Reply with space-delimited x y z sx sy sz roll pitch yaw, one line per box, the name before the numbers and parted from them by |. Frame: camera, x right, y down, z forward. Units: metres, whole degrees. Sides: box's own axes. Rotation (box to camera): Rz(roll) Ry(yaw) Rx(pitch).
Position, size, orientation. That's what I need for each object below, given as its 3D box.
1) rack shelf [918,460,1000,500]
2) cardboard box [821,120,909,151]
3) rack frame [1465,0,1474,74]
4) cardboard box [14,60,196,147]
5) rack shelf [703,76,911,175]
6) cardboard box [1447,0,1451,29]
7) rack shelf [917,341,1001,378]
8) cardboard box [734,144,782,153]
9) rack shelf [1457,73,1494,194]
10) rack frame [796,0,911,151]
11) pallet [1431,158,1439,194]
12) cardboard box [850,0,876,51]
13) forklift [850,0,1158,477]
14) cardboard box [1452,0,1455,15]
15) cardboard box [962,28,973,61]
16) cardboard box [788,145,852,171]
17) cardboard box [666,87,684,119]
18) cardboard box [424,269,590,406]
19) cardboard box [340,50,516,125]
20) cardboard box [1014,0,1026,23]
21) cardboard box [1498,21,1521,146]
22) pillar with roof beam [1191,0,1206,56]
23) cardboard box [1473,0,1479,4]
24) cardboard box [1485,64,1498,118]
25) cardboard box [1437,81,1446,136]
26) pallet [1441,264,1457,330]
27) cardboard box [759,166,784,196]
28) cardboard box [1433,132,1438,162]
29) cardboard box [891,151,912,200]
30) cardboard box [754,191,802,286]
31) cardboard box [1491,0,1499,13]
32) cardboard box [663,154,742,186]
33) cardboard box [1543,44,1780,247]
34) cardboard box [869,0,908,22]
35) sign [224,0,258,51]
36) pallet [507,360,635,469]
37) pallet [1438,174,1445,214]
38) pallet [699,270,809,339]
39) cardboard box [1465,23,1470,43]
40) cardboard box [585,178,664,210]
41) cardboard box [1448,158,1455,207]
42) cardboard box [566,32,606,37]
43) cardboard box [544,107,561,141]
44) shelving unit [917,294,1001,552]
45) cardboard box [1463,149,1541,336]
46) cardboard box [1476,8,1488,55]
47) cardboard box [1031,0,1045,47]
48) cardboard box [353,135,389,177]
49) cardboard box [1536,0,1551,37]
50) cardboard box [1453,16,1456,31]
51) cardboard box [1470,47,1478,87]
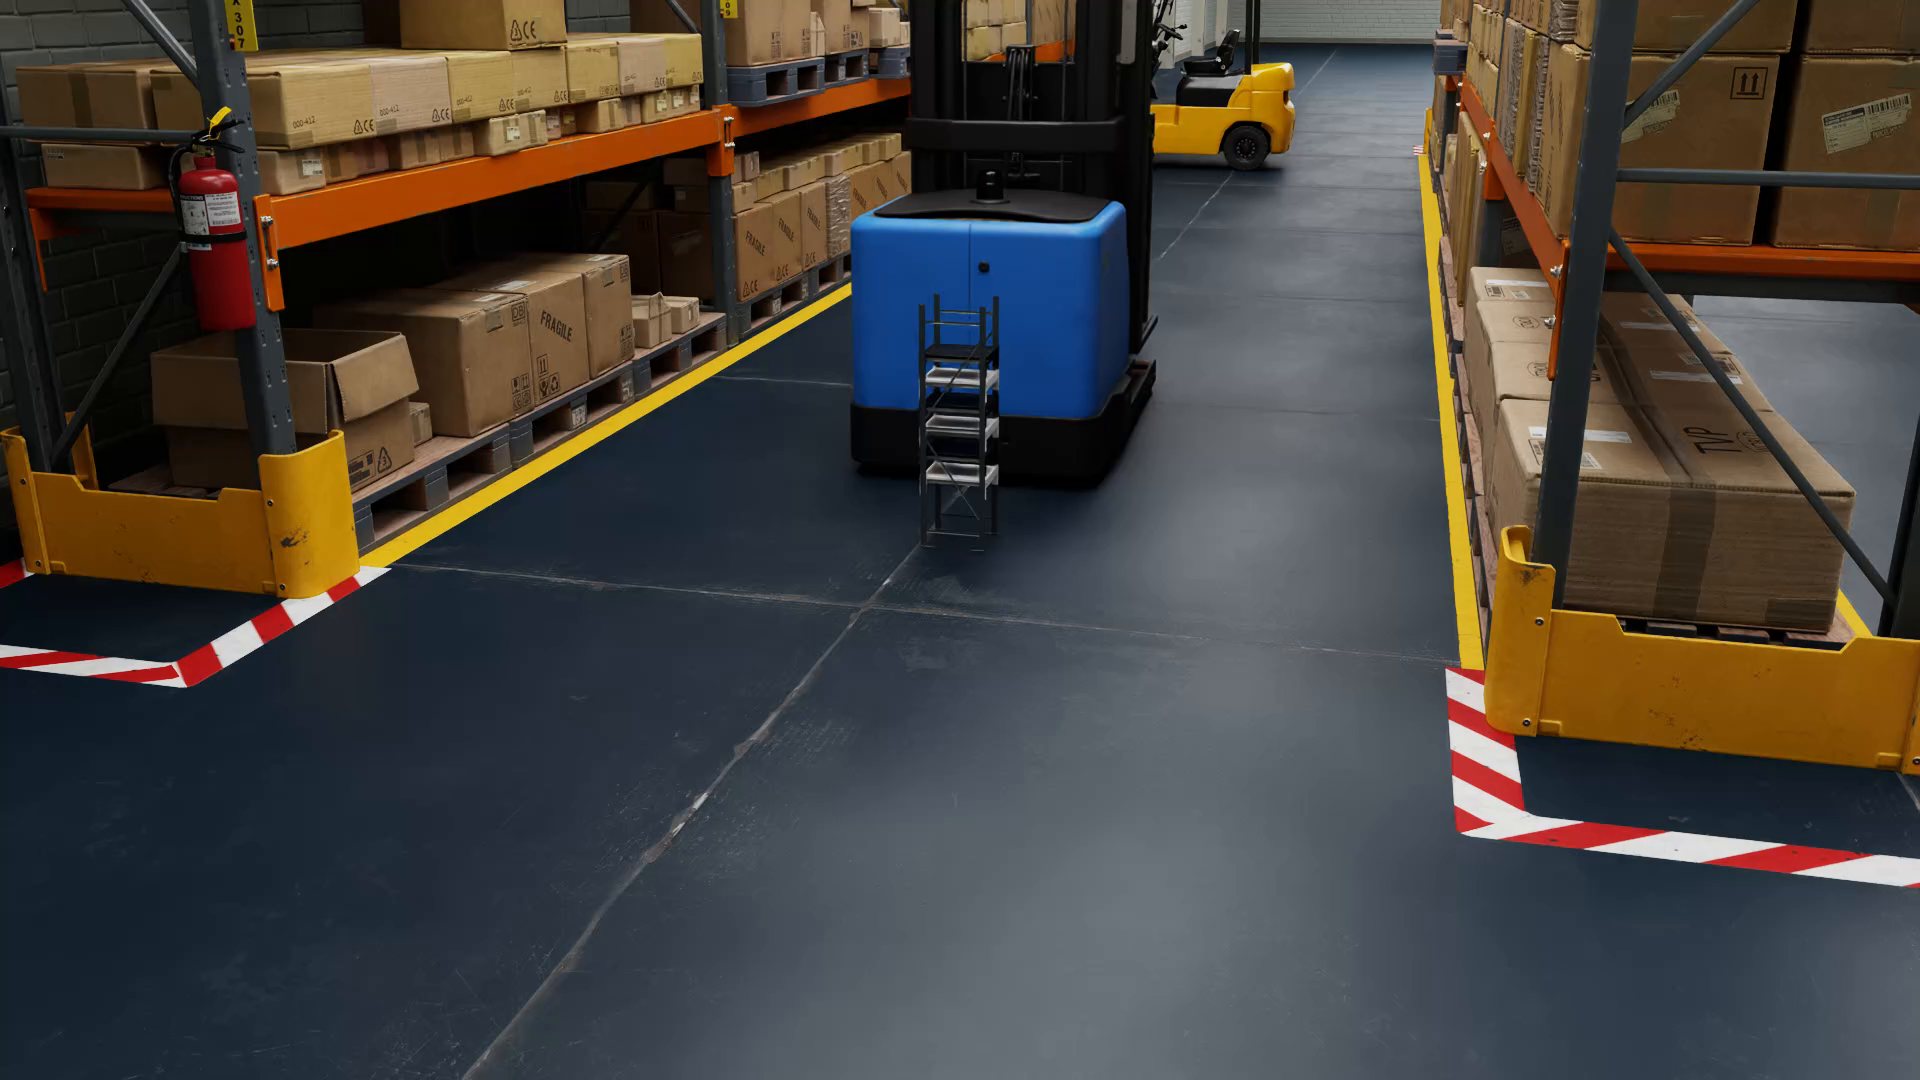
rack shelf | -0.002 -0.221 6.104 0.258 0.077 0.200 5 19 13
cardboard box | -0.610 -3.068 13.554 0.875 0.625 0.625 5 20 15
rack frame | 4.039 -3.408 11.525 1.000 3.000 0.127 5 19 13
cardboard box | -2.875 -1.526 5.788 0.500 0.250 0.500 5 20 15
rack shelf | -1.264 -2.832 10.950 1.077 0.370 4.000 5 19 13
cardboard box | 5.125 -5.334 16.548 0.500 0.500 0.500 5 20 15
rack shelf | -0.002 -0.647 5.958 0.258 0.077 0.200 5 19 13
cardboard box | -1.452 -2.654 11.531 0.380 0.149 0.250 4 19 12
rack shelf | 3.550 -2.441 9.806 1.077 0.370 4.000 5 19 13
rack frame | -0.775 -3.799 12.669 1.000 3.000 0.127 5 19 13
pallet | 5.146 -3.556 16.271 1.003 0.211 1.213 5 19 13
cardboard box | -0.995 -3.520 11.044 0.797 0.503 0.637 4 19 12
forklift | 0.370 -2.082 7.748 1.130 2.935 3.031 4 19 12
cardboard box | 4.368 -4.613 13.789 0.500 0.500 0.500 5 19 13
cardboard box | -0.183 -4.167 13.979 0.500 0.250 0.500 4 19 12
cardboard box | -0.963 -2.623 11.439 0.380 0.149 0.250 4 19 13
cardboard box | -1.628 -2.223 8.444 0.380 0.149 0.250 5 20 15
cardboard box | -2.016 -0.914 7.441 0.500 0.500 0.500 5 19 14
cardboard box | -2.114 -1.799 6.587 0.500 0.250 0.500 4 19 12
cardboard box | 0.330 -5.044 15.773 0.500 0.250 0.500 4 19 12
cardboard box | 2.566 -1.918 7.007 0.500 0.500 0.500 5 19 14
pillar with roof beam | 10.174 -16.181 39.638 9.100 9.000 0.400 5 19 13
cardboard box | 3.681 -3.793 10.951 0.500 0.500 0.500 4 19 12
cardboard box | 2.927 -2.244 8.349 0.500 0.250 0.500 4 19 12
cardboard box | 5.023 -4.280 16.523 0.500 0.500 0.500 5 19 14
pallet | 3.473 -1.466 10.154 1.003 0.211 1.213 5 19 13
cardboard box | -1.309 -2.221 10.262 0.380 0.149 0.250 4 19 12
cardboard box | 5.020 -3.934 16.668 0.500 0.250 0.500 4 19 12
cardboard box | -0.670 -2.665 12.568 0.500 0.500 0.500 5 20 15
cardboard box | -1.296 -1.863 10.218 0.500 0.500 0.500 4 19 13
cardboard box | 3.047 -2.998 8.621 0.500 0.500 0.500 5 19 14
cardboard box | -1.466 -2.105 9.464 0.380 0.149 0.250 4 19 12
cardboard box | 1.946 -1.120 4.671 0.500 0.500 0.500 5 19 14
cardboard box | -0.406 -4.082 12.958 0.500 0.250 0.500 5 19 13
sign | -2.204 -1.658 5.063 0.100 0.325 0.005 5 19 13
pallet | -2.217 -0.627 7.696 1.003 0.211 1.213 5 19 13
pallet | 4.827 -3.098 14.931 1.003 0.211 1.213 5 19 13
pallet | -1.590 -1.484 10.205 1.003 0.211 1.213 5 19 13
cardboard box | 3.886 -3.699 12.116 0.380 0.149 0.250 5 19 14
cardboard box | -1.942 -2.006 9.634 0.380 0.149 0.250 4 19 11
cardboard box | 4.359 -2.772 13.077 0.950 0.372 0.625 4 19 12
cardboard box | -2.135 -2.481 8.583 0.500 0.250 0.500 4 19 13
cardboard box | -1.980 -1.824 7.276 0.380 0.149 0.250 5 19 13
shelving unit | -0.002 -0.423 6.035 0.258 0.900 0.210 5 19 13
cardboard box | 3.136 -1.548 8.717 0.875 0.875 0.875 5 20 15
cardboard box | 3.278 -2.959 9.670 0.500 0.250 0.500 5 19 14
cardboard box | 0.564 -5.218 16.670 0.500 0.500 0.500 4 19 12
cardboard box | -2.336 -1.422 6.100 0.380 0.149 0.250 4 19 13
cardboard box | 2.194 -1.912 5.443 0.500 0.500 0.500 5 19 13
cardboard box | 4.505 -4.516 14.507 0.380 0.149 0.250 5 20 14
cardboard box | 3.567 -3.041 10.683 0.500 0.250 0.500 4 19 12
